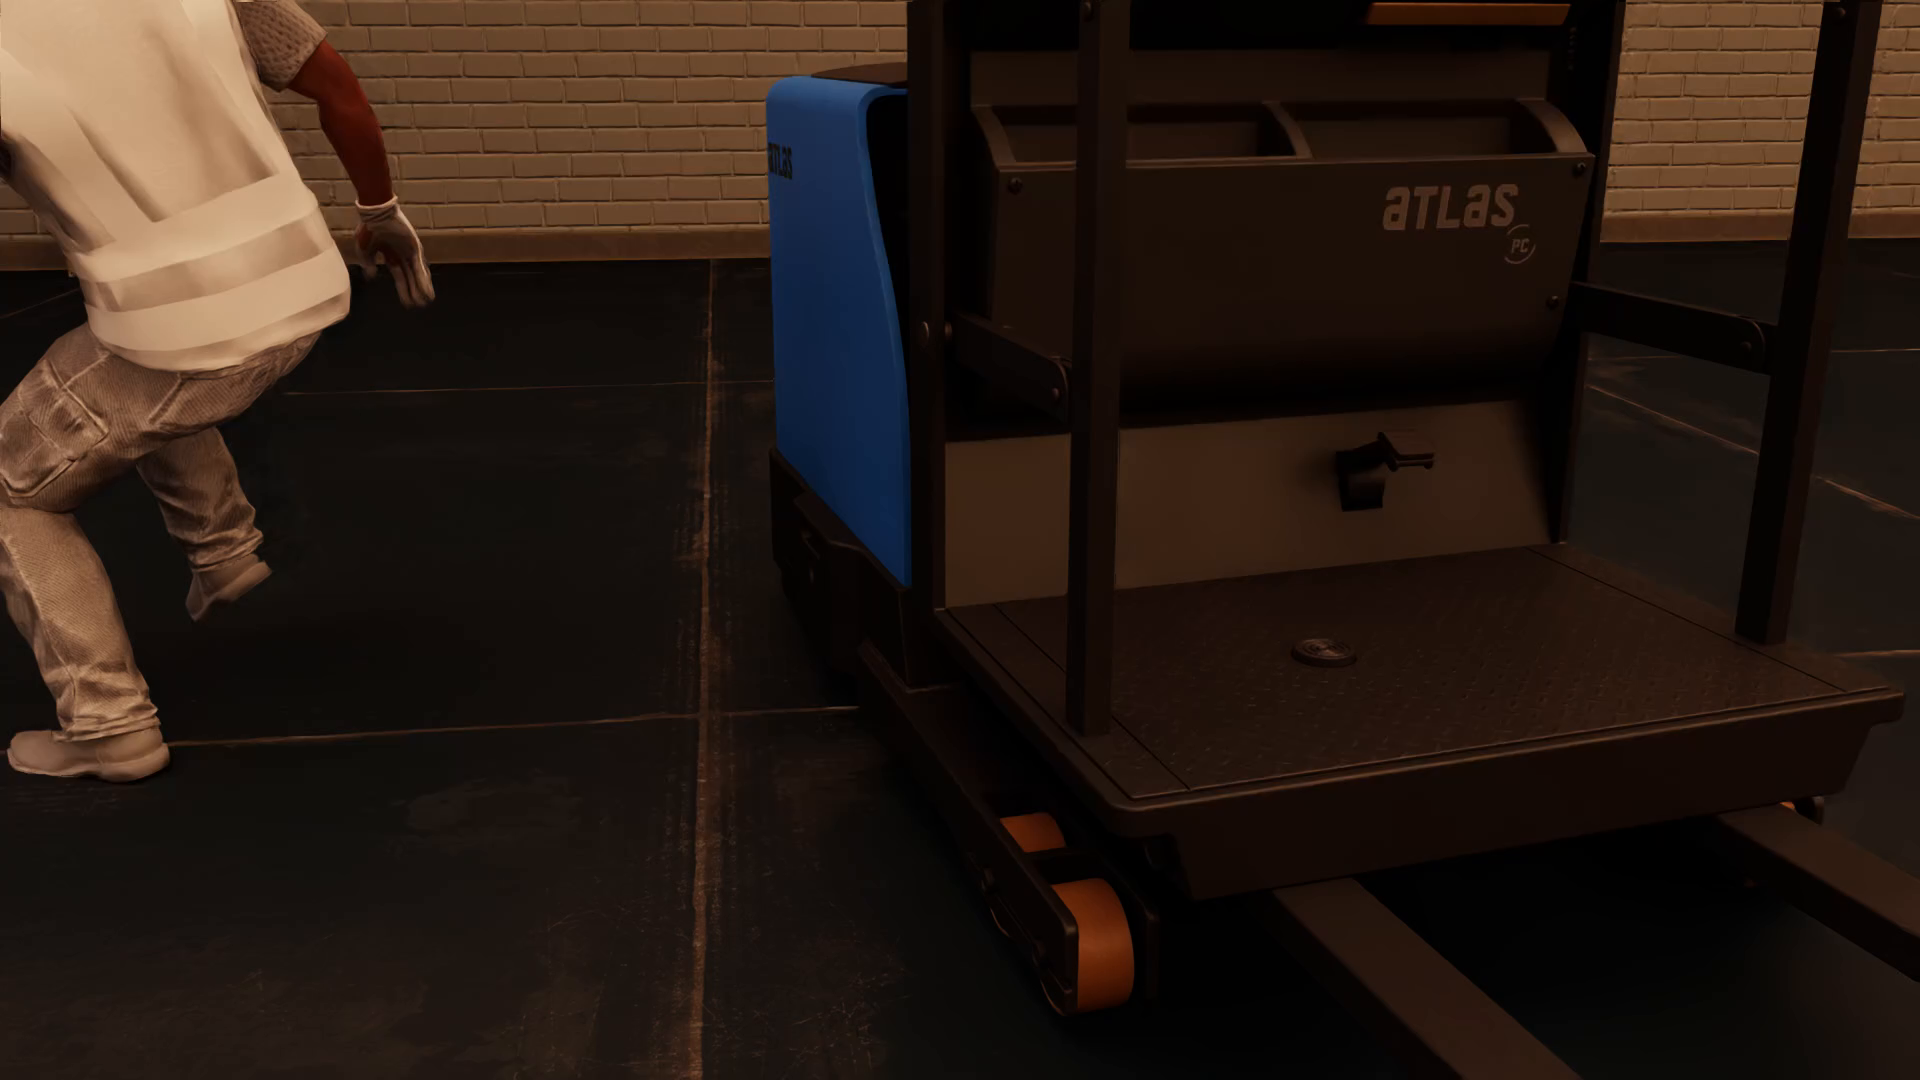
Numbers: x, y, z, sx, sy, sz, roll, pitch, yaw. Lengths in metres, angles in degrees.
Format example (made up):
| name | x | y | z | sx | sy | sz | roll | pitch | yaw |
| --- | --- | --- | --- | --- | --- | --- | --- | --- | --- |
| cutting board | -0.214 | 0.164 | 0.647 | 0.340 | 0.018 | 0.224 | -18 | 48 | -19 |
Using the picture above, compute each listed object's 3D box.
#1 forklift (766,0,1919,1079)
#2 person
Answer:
| name | x | y | z | sx | sy | sz | roll | pitch | yaw |
| --- | --- | --- | --- | --- | --- | --- | --- | --- | --- |
| forklift | 0.538 | -0.952 | 2.044 | 1.130 | 2.935 | 3.031 | -5 | 18 | -17 |
| person | -1.407 | -0.430 | 2.807 | 0.719 | 1.540 | 0.822 | 9 | 19 | 27 |
